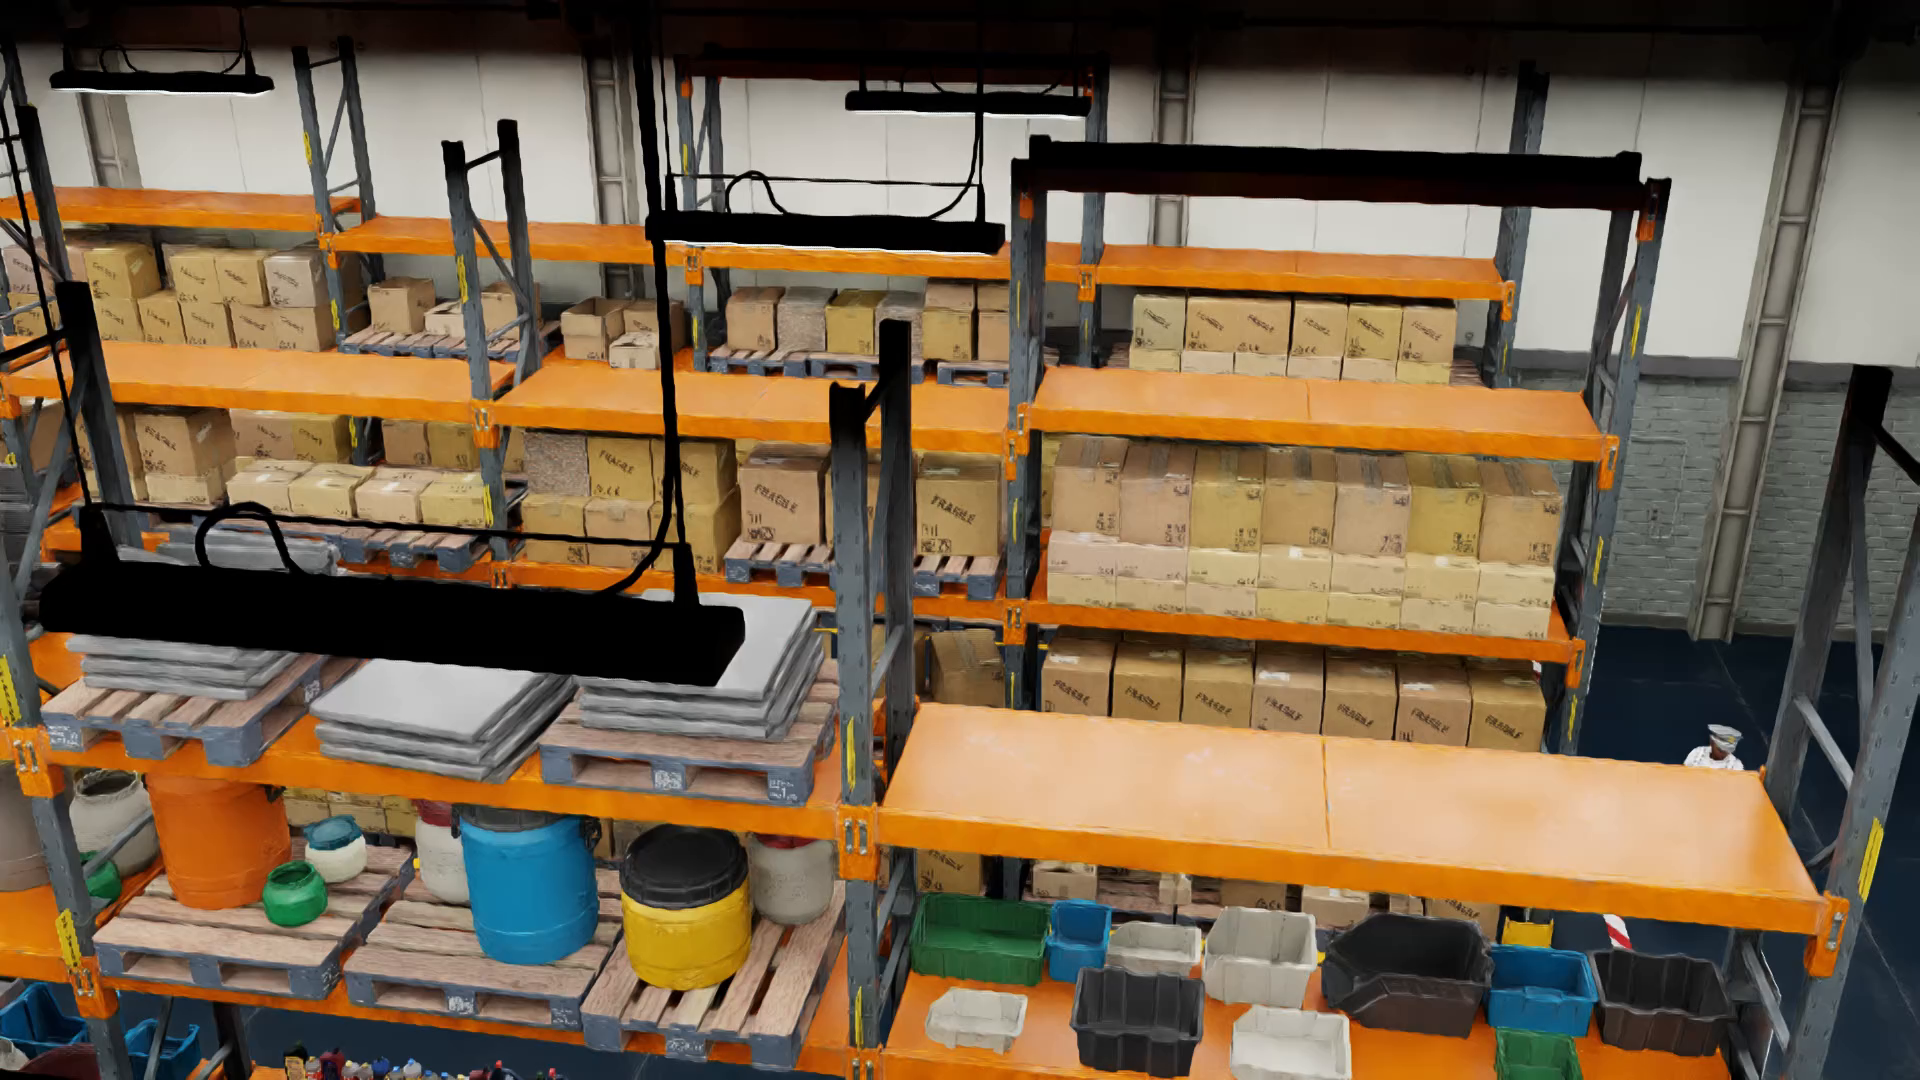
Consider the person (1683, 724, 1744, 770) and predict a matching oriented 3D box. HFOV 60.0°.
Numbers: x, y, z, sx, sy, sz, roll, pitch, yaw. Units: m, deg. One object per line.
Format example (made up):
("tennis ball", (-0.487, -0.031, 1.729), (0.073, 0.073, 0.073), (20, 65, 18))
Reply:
("person", (5.824, 2.150, 13.157), (0.627, 1.655, 0.458), (18, 29, 36))
